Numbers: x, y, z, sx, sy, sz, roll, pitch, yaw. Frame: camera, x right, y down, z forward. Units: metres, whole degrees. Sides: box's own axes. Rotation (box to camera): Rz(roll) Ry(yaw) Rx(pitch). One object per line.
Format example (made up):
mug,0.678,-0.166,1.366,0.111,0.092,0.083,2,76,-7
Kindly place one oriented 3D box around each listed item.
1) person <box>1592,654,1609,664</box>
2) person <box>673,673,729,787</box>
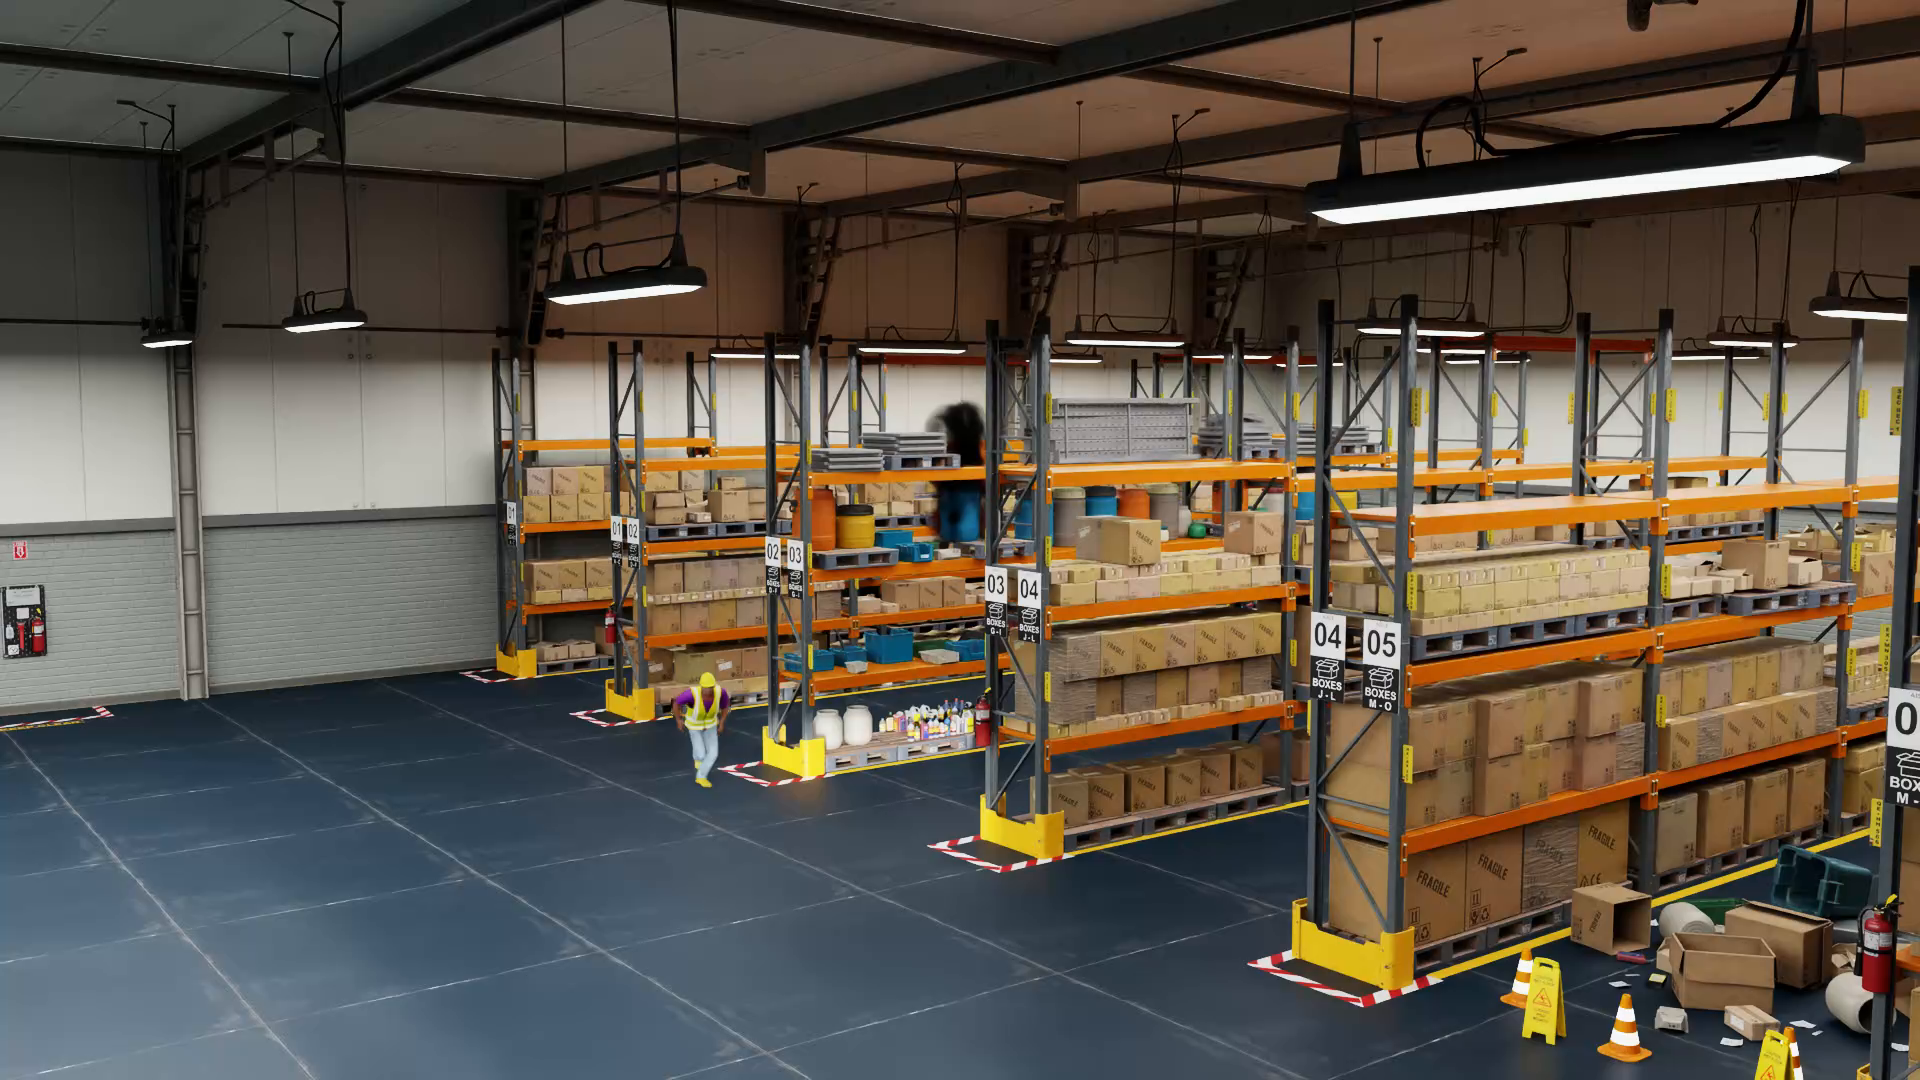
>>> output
person,8.807,2.339,22.938,0.747,1.619,0.608,-3,6,-31
person,-3.393,2.473,21.808,0.724,1.551,0.891,-2,5,-21
